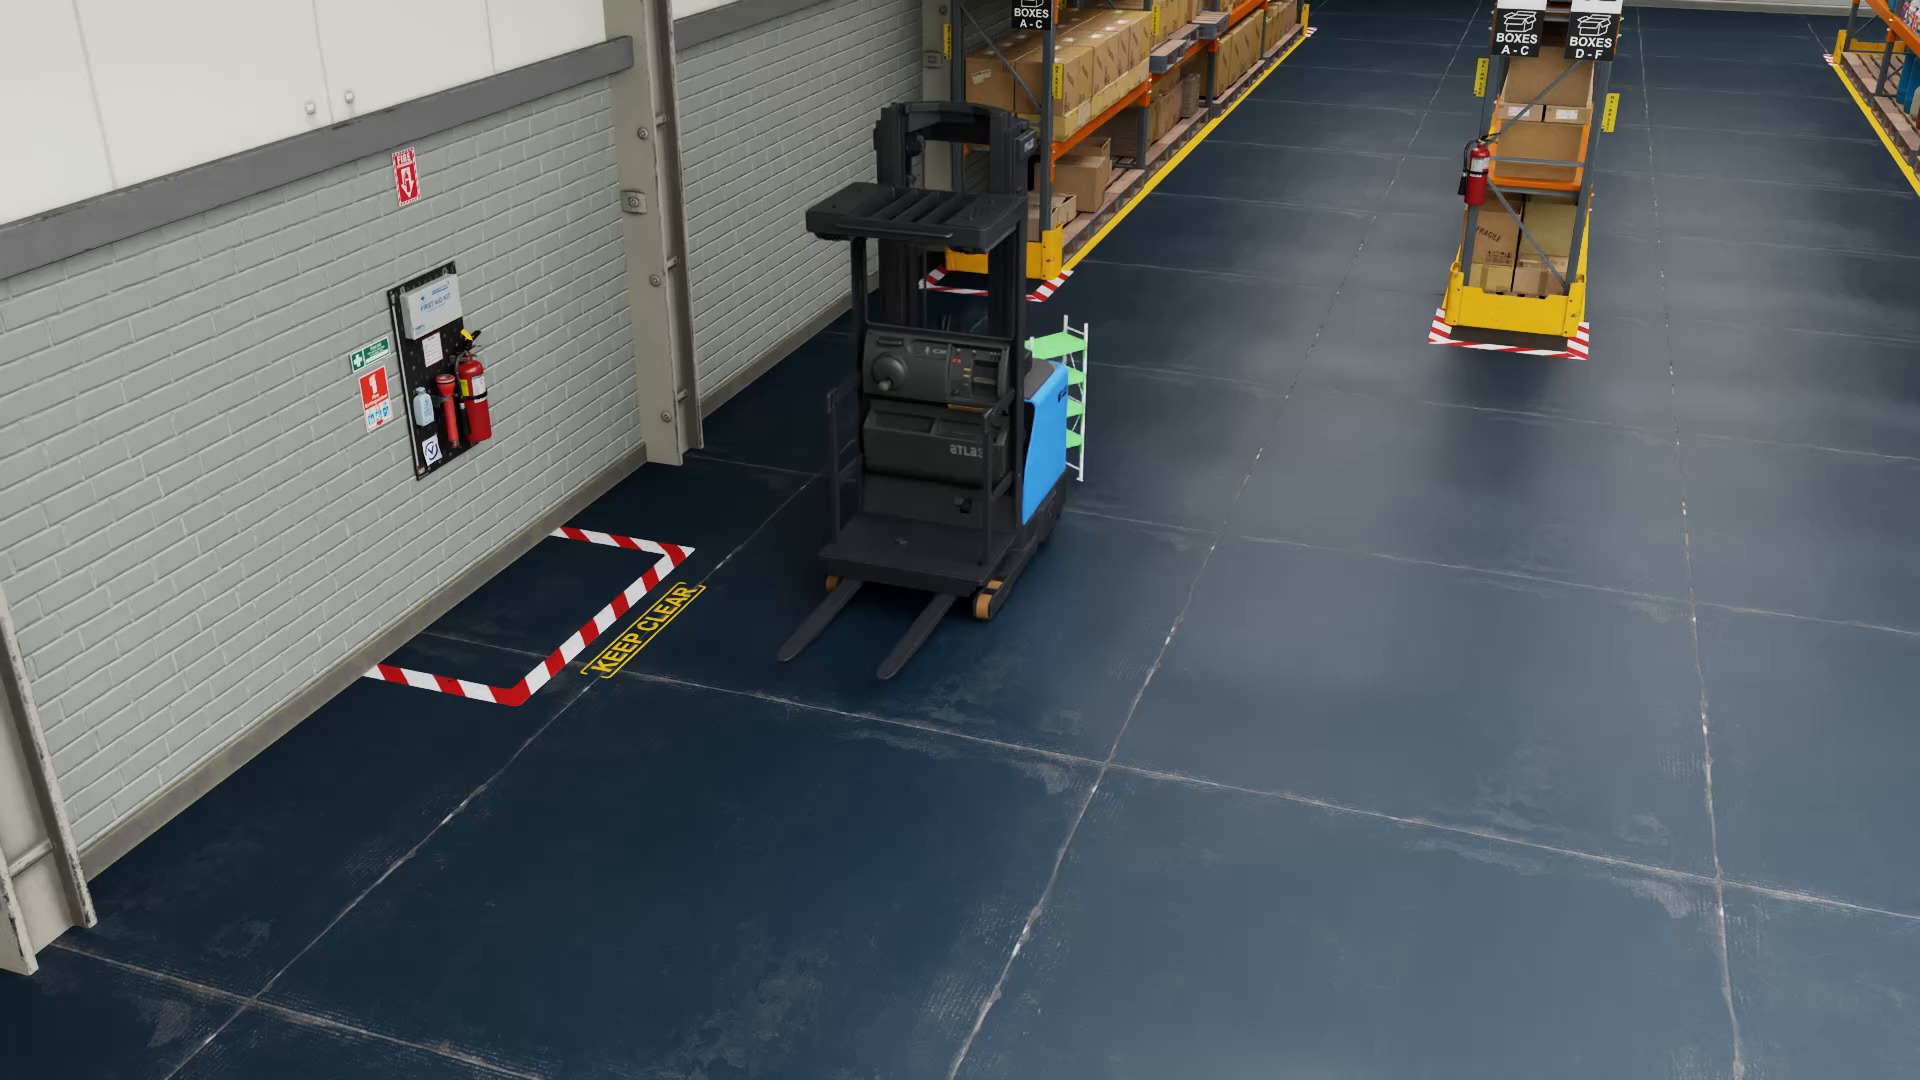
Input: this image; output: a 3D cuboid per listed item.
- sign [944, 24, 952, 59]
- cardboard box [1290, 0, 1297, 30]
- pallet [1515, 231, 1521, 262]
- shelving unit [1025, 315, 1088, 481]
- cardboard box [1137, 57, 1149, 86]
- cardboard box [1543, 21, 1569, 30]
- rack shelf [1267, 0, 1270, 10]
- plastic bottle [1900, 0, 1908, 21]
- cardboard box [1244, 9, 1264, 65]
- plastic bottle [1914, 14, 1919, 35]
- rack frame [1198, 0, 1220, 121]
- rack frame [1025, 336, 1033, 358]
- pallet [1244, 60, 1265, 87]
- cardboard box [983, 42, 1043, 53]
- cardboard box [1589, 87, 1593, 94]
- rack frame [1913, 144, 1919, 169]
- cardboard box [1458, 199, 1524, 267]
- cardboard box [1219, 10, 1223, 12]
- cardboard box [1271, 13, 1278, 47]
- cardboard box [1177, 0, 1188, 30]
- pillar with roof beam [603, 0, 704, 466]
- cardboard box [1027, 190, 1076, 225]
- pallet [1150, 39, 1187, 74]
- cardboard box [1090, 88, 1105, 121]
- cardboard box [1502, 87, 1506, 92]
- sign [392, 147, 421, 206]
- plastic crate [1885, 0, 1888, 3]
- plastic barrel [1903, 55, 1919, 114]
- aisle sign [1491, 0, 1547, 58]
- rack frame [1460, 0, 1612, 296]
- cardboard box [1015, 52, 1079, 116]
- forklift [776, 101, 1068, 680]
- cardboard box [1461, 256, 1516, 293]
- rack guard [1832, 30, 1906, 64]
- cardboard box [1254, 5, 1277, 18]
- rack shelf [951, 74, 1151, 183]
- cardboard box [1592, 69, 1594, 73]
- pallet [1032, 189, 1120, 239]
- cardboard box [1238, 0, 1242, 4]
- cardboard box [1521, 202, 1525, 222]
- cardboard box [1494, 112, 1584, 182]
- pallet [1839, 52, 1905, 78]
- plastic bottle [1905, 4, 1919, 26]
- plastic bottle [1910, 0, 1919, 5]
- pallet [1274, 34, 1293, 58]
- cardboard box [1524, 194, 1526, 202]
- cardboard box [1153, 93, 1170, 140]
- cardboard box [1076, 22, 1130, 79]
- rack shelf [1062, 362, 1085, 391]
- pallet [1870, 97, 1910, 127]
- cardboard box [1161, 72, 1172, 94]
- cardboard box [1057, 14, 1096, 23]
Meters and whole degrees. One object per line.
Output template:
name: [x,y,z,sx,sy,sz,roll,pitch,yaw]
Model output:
sign: [-0.106,-4.811,16.054,0.100,0.325,0.005,9,27,17]
cardboard box: [5.596,-9.396,29.601,0.700,0.500,0.500,9,27,17]
pallet: [5.706,-2.907,17.012,1.003,0.211,1.213,9,27,17]
shelving unit: [0.620,-0.949,11.833,0.503,1.200,0.258,-18,31,-32]
cardboard box: [1.870,-5.406,19.122,0.500,0.250,0.500,9,27,18]
cardboard box: [5.605,-4.607,15.720,0.700,0.500,0.500,9,27,18]
rack shelf: [5.069,-9.489,28.231,1.077,0.370,4.000,9,27,17]
plastic bottle: [13.222,-7.413,23.251,0.061,0.283,0.133,9,27,17]
cardboard box: [4.310,-7.926,26.163,0.750,0.750,0.750,9,27,18]
plastic bottle: [12.848,-6.887,22.175,0.152,0.276,0.135,9,27,17]
rack frame: [3.073,-7.347,22.982,1.000,3.000,0.127,9,27,17]
rack frame: [0.424,-0.885,11.702,0.015,1.200,0.240,-18,31,-32]
pallet: [4.218,-7.407,26.307,1.003,0.211,1.213,9,27,17]
cardboard box: [0.544,-4.768,16.945,0.500,0.500,0.500,9,27,18]
cardboard box: [5.672,-4.124,15.466,0.380,0.149,0.250,8,27,17]
rack frame: [12.415,-5.910,20.014,1.000,3.000,0.127,9,27,17]
cardboard box: [4.981,-2.895,15.600,0.500,0.500,0.500,9,27,17]
cardboard box: [3.493,-7.447,23.453,0.380,0.149,0.250,9,27,18]
cardboard box: [4.920,-8.553,27.859,0.700,0.500,0.500,8,27,17]
cardboard box: [2.532,-6.880,21.398,0.700,0.500,0.500,9,27,17]
pillar with roof beam: [1.891,-4.082,9.356,9.100,9.000,0.400,9,27,17]
cardboard box: [0.915,-3.553,17.726,0.500,0.311,0.500,11,28,22]
pallet: [2.133,-5.910,20.234,1.003,0.211,1.213,9,27,17]
cardboard box: [1.207,-4.579,17.415,0.500,0.250,0.500,8,27,17]
cardboard box: [5.201,-4.077,15.369,0.380,0.149,0.250,8,27,17]
sign: [-3.124,-2.051,9.384,0.001,0.298,0.199,9,27,17]
plastic crate: [13.865,-7.956,24.487,0.437,0.125,0.590,9,27,17]
plastic barrel: [13.313,-6.286,22.718,0.600,0.901,0.708,9,27,17]
aisle sign: [4.784,-4.528,14.177,0.394,0.787,0.004,9,27,17]
rack frame: [5.083,-3.342,14.711,1.000,3.000,0.127,9,27,17]
cardboard box: [0.853,-4.491,16.372,0.500,0.500,0.500,9,27,18]
forklift: [-0.219,-1.023,10.001,1.130,2.935,3.031,9,27,17]
cardboard box: [4.983,-2.557,15.762,0.500,0.250,0.500,9,27,17]
rack guard: [15.073,-8.084,27.373,1.175,0.500,0.348,9,27,17]
cardboard box: [5.035,-8.753,27.529,0.380,0.149,0.250,10,27,19]
rack shelf: [1.076,-4.557,18.046,1.077,0.370,4.000,9,27,17]
cardboard box: [6.016,-4.549,16.344,0.380,0.149,0.250,10,27,19]
pallet: [1.147,-3.664,18.575,1.003,0.211,1.213,9,27,17]
cardboard box: [3.995,-8.083,24.768,0.380,0.149,0.250,10,27,19]
cardboard box: [5.803,-3.586,17.888,0.500,0.250,0.500,9,27,17]
cardboard box: [5.251,-3.577,15.082,0.700,0.500,0.500,9,27,17]
pallet: [14.766,-7.609,26.724,1.003,0.211,1.213,9,27,17]
plastic bottle: [13.111,-7.213,22.847,0.152,0.276,0.135,9,27,17]
plastic bottle: [13.310,-7.417,23.184,0.144,0.351,0.185,9,27,17]
pallet: [5.135,-8.540,28.645,1.003,0.211,1.213,9,27,17]
cardboard box: [5.806,-3.923,17.724,0.500,0.500,0.500,9,27,17]
cardboard box: [2.303,-5.504,21.540,0.700,0.500,0.500,9,27,18]
cardboard box: [1.538,-5.332,18.108,0.500,0.500,0.500,8,27,16]
rack shelf: [0.620,-1.107,11.756,0.480,0.148,0.258,-18,31,-32]
pallet: [13.450,-5.988,23.375,1.003,0.211,1.213,9,27,17]
cardboard box: [2.467,-6.017,21.737,0.500,0.250,0.500,9,27,17]
cardboard box: [1.213,-5.607,18.677,0.500,0.500,0.500,9,27,17]
